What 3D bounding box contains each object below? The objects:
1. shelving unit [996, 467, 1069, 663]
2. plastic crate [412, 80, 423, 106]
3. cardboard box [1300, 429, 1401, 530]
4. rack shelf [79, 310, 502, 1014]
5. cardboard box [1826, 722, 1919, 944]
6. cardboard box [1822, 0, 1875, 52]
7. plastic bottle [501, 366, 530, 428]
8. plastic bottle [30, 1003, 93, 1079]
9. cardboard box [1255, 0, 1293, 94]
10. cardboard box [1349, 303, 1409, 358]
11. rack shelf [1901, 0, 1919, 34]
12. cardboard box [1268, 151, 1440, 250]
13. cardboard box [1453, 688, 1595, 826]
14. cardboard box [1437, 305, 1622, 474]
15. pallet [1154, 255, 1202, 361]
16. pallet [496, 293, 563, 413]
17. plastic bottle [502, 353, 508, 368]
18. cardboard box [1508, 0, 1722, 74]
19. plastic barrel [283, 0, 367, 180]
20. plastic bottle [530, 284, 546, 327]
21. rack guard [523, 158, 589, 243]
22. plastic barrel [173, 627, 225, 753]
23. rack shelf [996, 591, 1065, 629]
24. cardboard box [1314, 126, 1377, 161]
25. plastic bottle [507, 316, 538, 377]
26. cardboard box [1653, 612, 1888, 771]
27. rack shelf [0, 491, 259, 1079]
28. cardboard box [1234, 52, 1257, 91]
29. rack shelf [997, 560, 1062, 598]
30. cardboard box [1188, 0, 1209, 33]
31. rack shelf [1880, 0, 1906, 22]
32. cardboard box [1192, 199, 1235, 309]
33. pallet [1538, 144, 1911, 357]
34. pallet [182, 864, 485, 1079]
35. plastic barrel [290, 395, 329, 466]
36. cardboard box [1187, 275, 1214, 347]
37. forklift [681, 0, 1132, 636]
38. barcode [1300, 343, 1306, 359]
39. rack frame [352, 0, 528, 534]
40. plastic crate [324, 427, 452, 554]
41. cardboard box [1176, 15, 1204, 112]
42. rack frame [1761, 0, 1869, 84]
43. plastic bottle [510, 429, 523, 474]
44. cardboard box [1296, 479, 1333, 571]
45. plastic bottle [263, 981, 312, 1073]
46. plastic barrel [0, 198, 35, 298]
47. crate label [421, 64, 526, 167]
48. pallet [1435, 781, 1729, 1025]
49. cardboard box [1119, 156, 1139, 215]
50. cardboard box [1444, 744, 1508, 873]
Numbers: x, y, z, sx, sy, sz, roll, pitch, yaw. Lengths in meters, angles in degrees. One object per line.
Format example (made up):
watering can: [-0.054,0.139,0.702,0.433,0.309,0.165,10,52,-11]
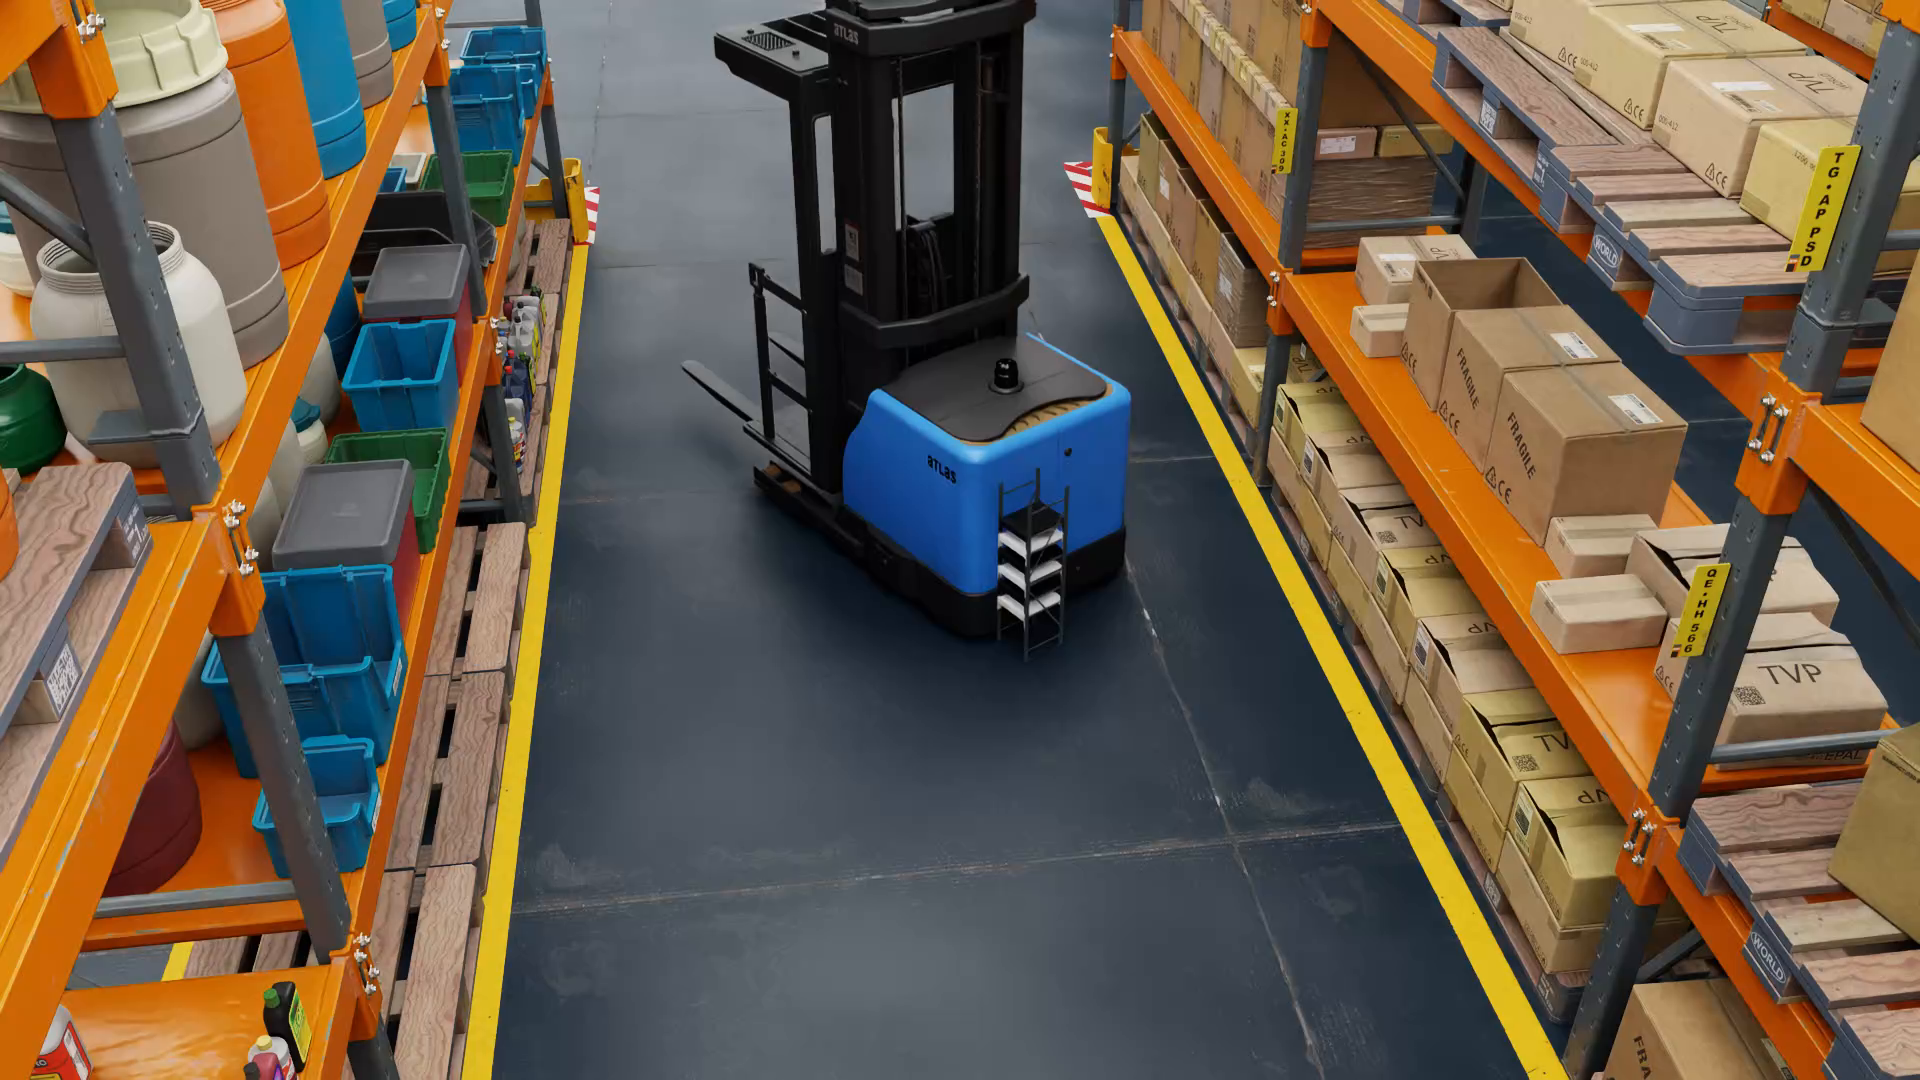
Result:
shelving unit: [0.336,0.123,7.770,0.258,0.900,0.210,-24,41,-31]
plastic crate: [-3.517,-2.820,10.458,0.298,0.136,0.250,-4,35,-6]
cardboard box: [1.999,-0.333,8.146,0.500,0.311,0.500,-5,35,-7]
rack shelf: [-2.512,0.193,6.442,1.077,0.370,4.000,-4,35,-6]
cardboard box: [2.863,0.767,4.499,0.700,0.500,0.500,-16,37,-22]
cardboard box: [6.333,-3.564,11.431,0.500,0.250,0.500,-5,35,-8]
plastic bottle: [-2.478,-0.789,9.206,0.144,0.351,0.185,-3,34,-5]
plastic bottle: [-2.354,1.318,4.263,0.152,0.276,0.135,-4,35,-6]
cardboard box: [1.993,-2.700,8.807,0.700,0.500,0.500,-4,35,-6]
cardboard box: [2.045,-0.979,7.747,0.380,0.149,0.250,-4,35,-6]
rack shelf: [2.935,-0.262,2.137,1.077,0.370,4.000,-4,35,-6]
cardboard box: [2.062,-1.882,8.759,0.700,0.500,0.500,-5,35,-8]
cardboard box: [2.275,0.807,6.473,0.500,0.311,0.500,-5,35,-7]
cardboard box: [2.354,-0.631,6.924,0.500,0.500,0.500,-4,35,-6]
pallet: [1.895,-1.570,10.867,1.003,0.211,1.213,-4,35,-6]
pallet: [-2.997,-1.128,10.218,1.003,0.211,1.213,-4,35,-6]
plastic bottle: [-2.560,-0.941,9.499,0.097,0.271,0.097,0,34,0]
cardboard box: [2.325,-1.873,5.931,0.500,0.250,0.500,-7,35,-10]
plastic barrel: [-2.321,-1.670,5.428,0.600,0.901,0.708,-4,35,-6]
plastic bottle: [-2.603,-1.456,10.245,0.061,0.283,0.133,-4,34,-5]
rack guard: [-3.262,-2.381,11.799,1.175,0.500,0.348,-4,35,-6]
plastic barrel: [-2.593,0.408,5.389,0.421,0.512,0.421,0,34,0]
rack shelf: [0.336,0.300,7.890,0.258,0.077,0.200,-24,41,-31]
cardboard box: [1.879,-2.038,8.412,0.380,0.149,0.250,-4,35,-6]
plastic bottle: [-2.561,-1.132,9.709,0.144,0.351,0.185,-5,35,-7]
cardboard box: [2.661,0.469,5.477,0.500,0.311,0.500,-2,34,-3]
rack shelf: [-1.974,1.186,2.322,1.077,0.370,4.000,-4,35,-6]
cardboard box: [1.744,-2.606,9.246,0.380,0.149,0.250,-5,35,-7]
rack shelf: [0.336,0.151,7.789,0.258,0.077,0.200,-24,41,-31]
cardboard box: [1.605,-3.181,10.089,0.380,0.149,0.250,-5,35,-7]
rack shelf: [2.397,-2.494,5.412,1.077,0.370,4.000,-4,35,-6]
cardboard box: [1.723,-1.741,10.044,0.500,0.500,0.500,-4,35,-6]
pallet: [2.486,-0.895,4.903,1.213,0.211,1.003,-3,34,-4]
pallet: [-2.308,1.729,6.025,1.003,0.211,1.213,-4,35,-6]
plastic barrel: [-2.755,-0.413,6.815,0.301,0.262,0.301,0,34,0]
cardboard box: [1.710,-1.430,10.254,0.500,0.250,0.500,-4,35,-6]
forklift: [-0.469,-1.522,8.381,1.130,2.935,3.031,-24,41,-31]
barcode: [1.750,-0.965,8.479,0.001,0.075,0.075,-4,35,-6]
rack frame: [-2.781,-1.220,7.877,1.000,3.000,0.127,-4,35,-6]
plastic crate: [-2.267,-0.182,6.542,0.450,0.188,0.662,-4,35,-6]
cardboard box: [1.777,-3.035,10.451,0.700,0.500,0.500,-4,34,-6]
rack frame: [6.498,-4.203,12.253,1.000,3.000,0.127,-4,35,-6]
plastic bottle: [-2.389,-0.486,8.831,0.097,0.271,0.097,0,34,0]
cardboard box: [2.004,-0.101,8.304,0.500,0.250,0.500,-4,34,-5]
plastic bottle: [-1.765,1.254,4.350,0.061,0.283,0.133,-4,35,-6]
plastic barrel: [-2.645,-0.862,4.811,0.301,0.262,0.301,0,34,0]
crate label: [-2.803,-2.460,9.665,0.502,0.435,0.616,-4,35,-6]
pallet: [2.594,1.329,6.613,1.003,0.211,1.213,-4,35,-6]
cardboard box: [1.442,-2.547,11.892,0.500,0.250,0.500,-4,35,-6]
cardboard box: [2.281,1.039,6.630,0.500,0.250,0.500,-5,35,-7]
